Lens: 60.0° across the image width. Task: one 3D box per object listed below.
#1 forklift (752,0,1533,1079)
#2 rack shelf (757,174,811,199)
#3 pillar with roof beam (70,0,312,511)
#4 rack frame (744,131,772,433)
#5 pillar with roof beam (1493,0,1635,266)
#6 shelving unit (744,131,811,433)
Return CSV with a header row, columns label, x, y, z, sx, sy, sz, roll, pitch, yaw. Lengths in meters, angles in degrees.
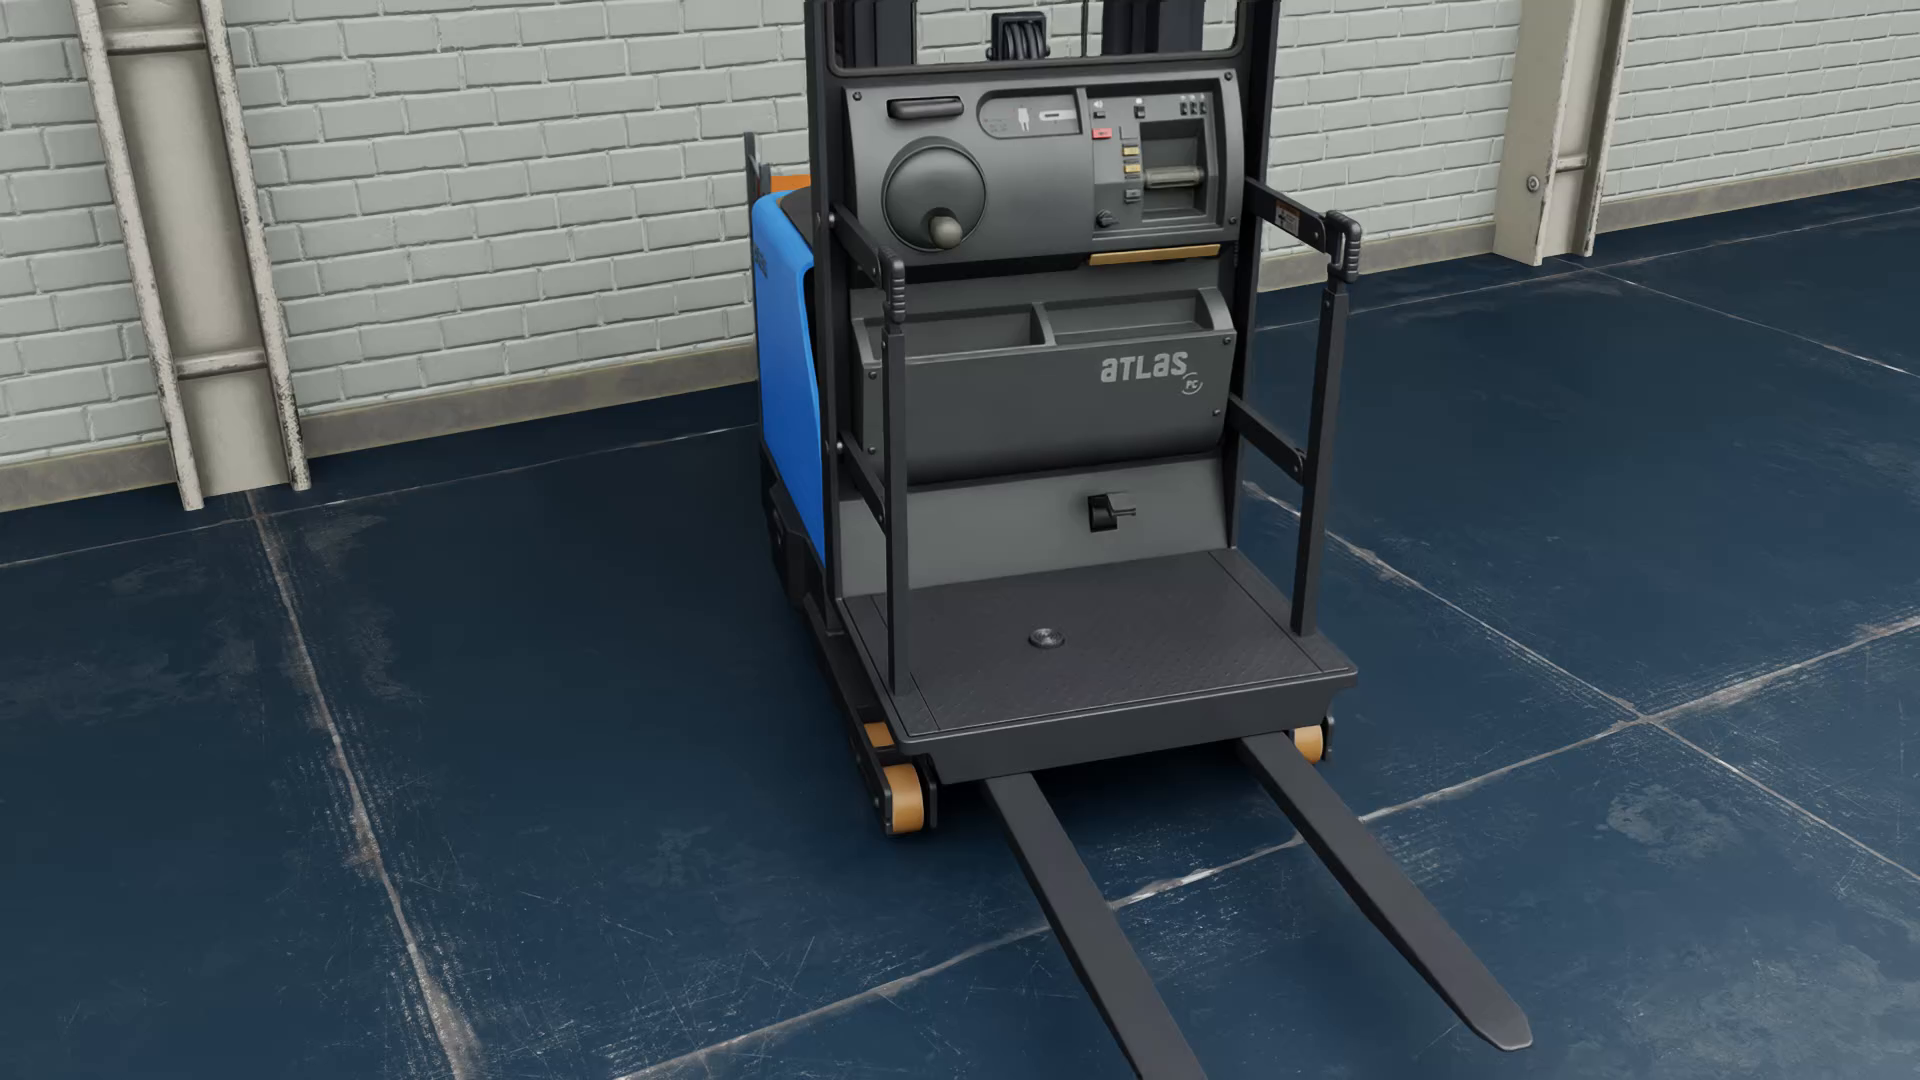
label,x,y,z,sx,sy,sz,roll,pitch,yaw
forklift,0.266,-0.831,3.593,1.130,2.935,3.031,-7,27,-14
rack shelf,-0.141,-1.031,5.421,1.000,0.278,0.538,-5,26,-11
pillar with roof beam,-0.410,-2.606,0.281,0.400,9.000,9.100,-13,29,-25
rack frame,-0.637,-0.720,5.450,0.032,1.125,0.500,-5,26,-11
pillar with roof beam,4.885,-3.828,2.827,0.400,9.000,9.100,-13,29,-25
shelving unit,-0.141,-0.767,5.548,1.048,1.125,0.538,-5,26,-11
